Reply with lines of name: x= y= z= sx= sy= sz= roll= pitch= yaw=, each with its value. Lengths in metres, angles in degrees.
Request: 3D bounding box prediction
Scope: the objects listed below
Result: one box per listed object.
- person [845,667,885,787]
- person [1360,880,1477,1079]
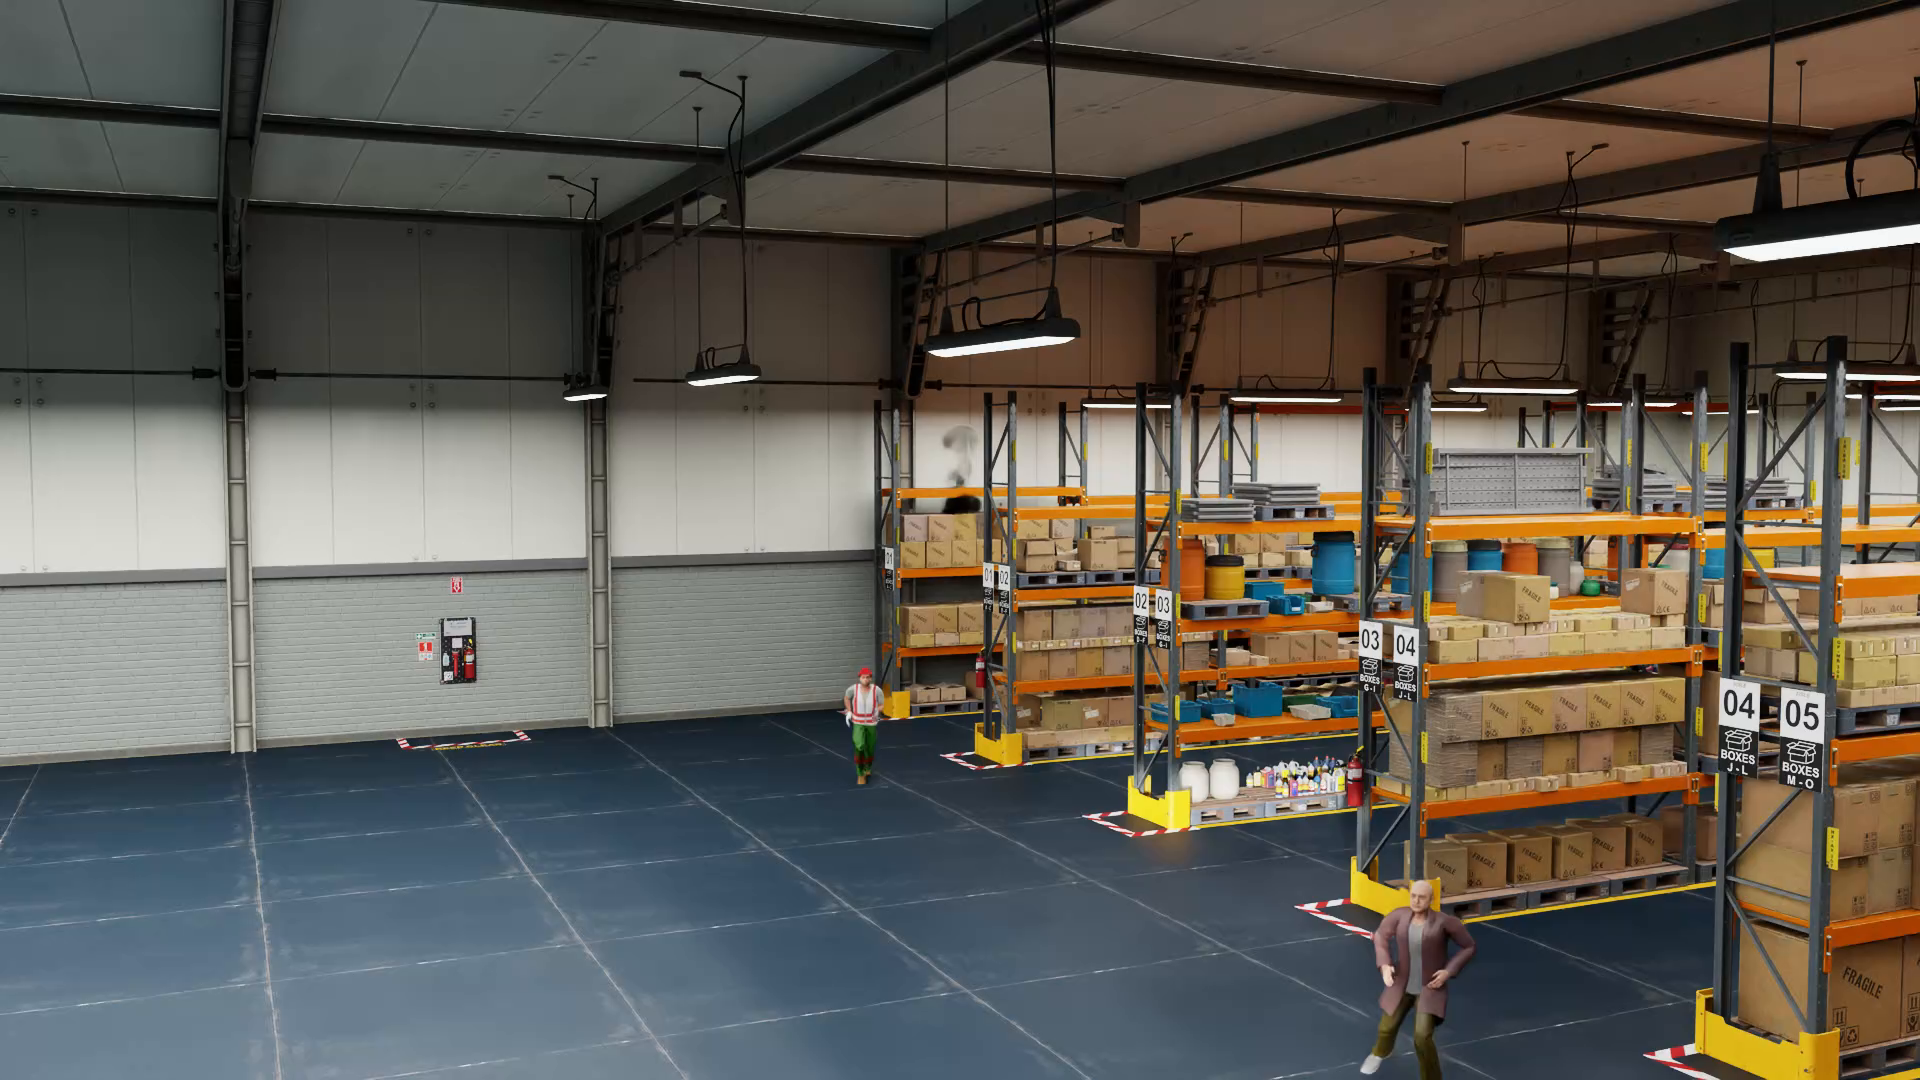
person: x=-1.437 y=2.828 z=25.244 sx=0.588 sy=1.824 sz=0.864 roll=-1 pitch=3 yaw=-9
person: x=3.577 y=3.542 z=13.118 sx=0.937 sy=1.778 sz=0.832 roll=2 pitch=4 yaw=33
